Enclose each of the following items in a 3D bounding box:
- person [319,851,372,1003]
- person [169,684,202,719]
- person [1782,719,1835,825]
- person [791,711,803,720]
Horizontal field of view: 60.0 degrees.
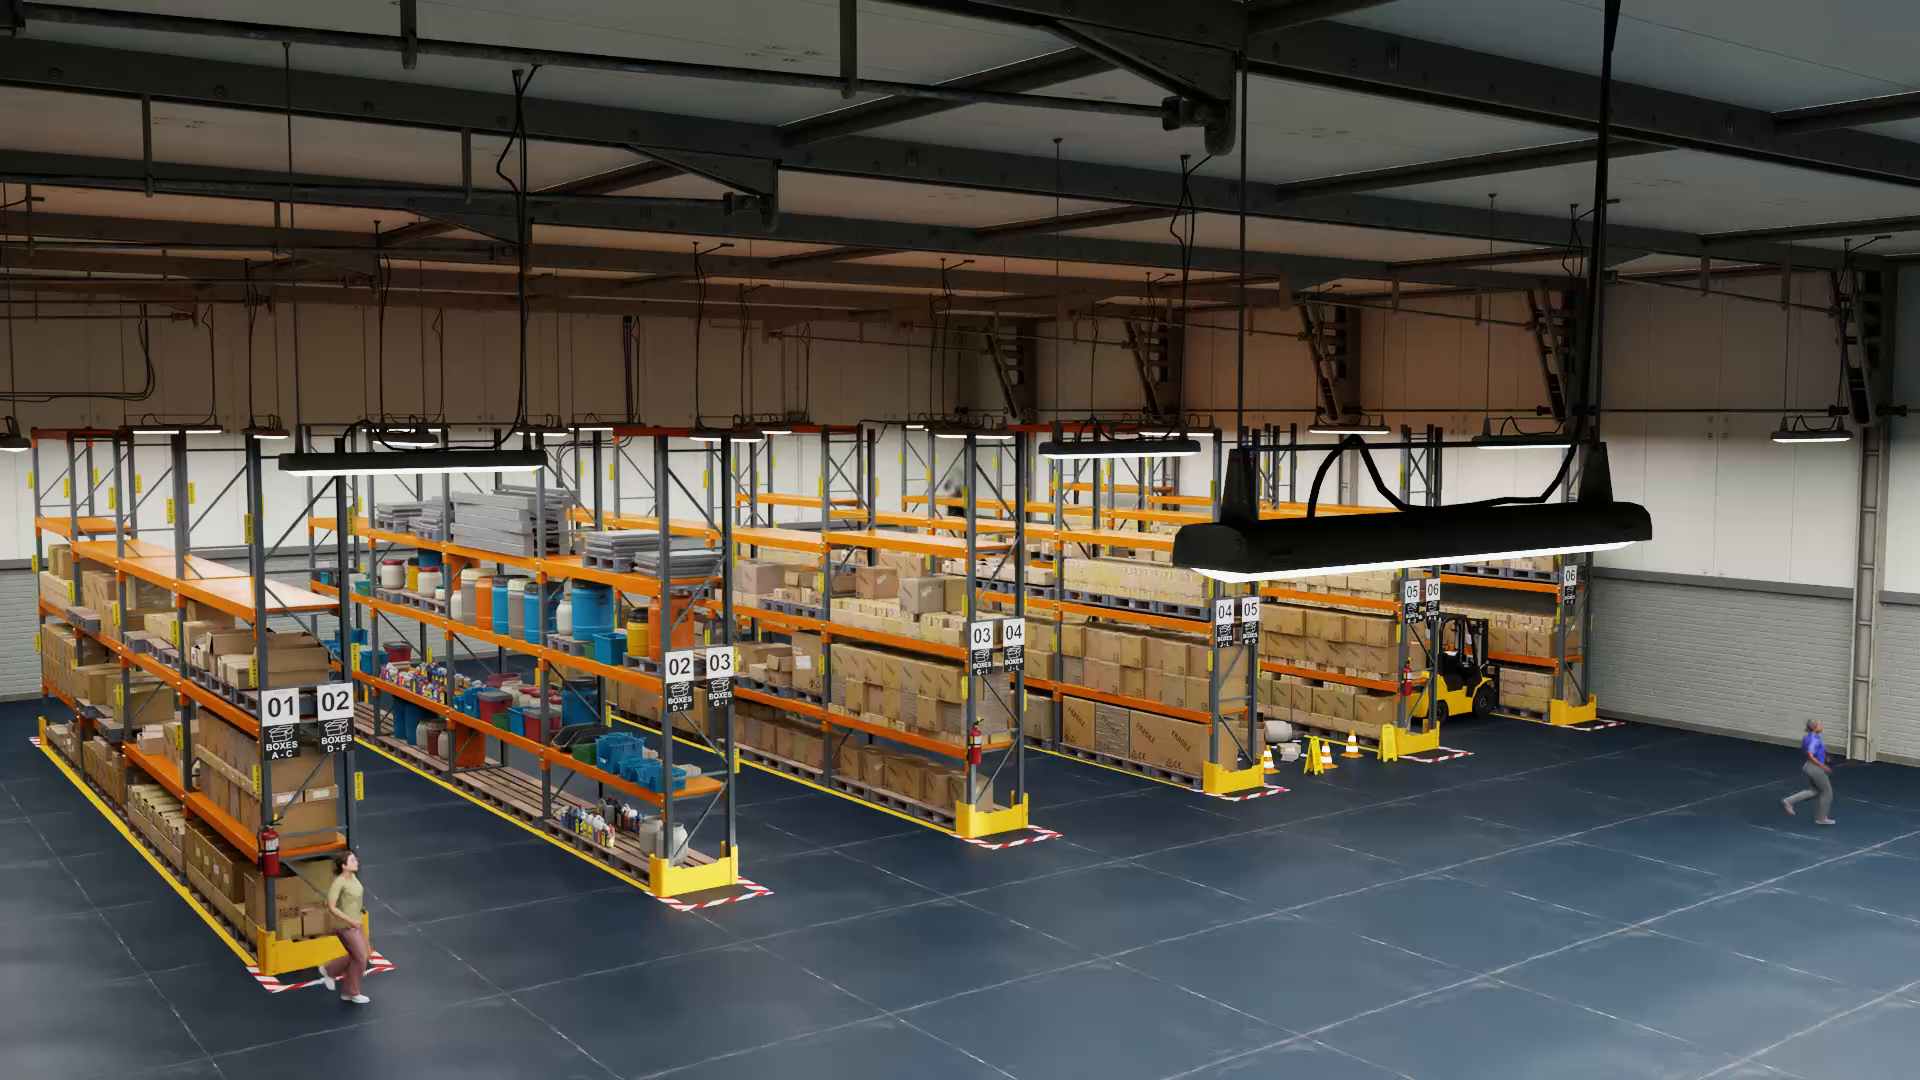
[{"bbox_3d":[-6.608,4.131,17.812,0.573,1.638,0.613,0,4,2],"label":"person"},{"bbox_3d":[-14.916,3.012,32.180,0.577,1.620,0.665,4,6,44],"label":"person"},{"bbox_3d":[13.007,3.531,25.379,0.720,1.613,0.584,1,5,9],"label":"person"},{"bbox_3d":[-3.249,2.907,33.112,0.627,1.674,0.636,-3,6,-38],"label":"person"}]
